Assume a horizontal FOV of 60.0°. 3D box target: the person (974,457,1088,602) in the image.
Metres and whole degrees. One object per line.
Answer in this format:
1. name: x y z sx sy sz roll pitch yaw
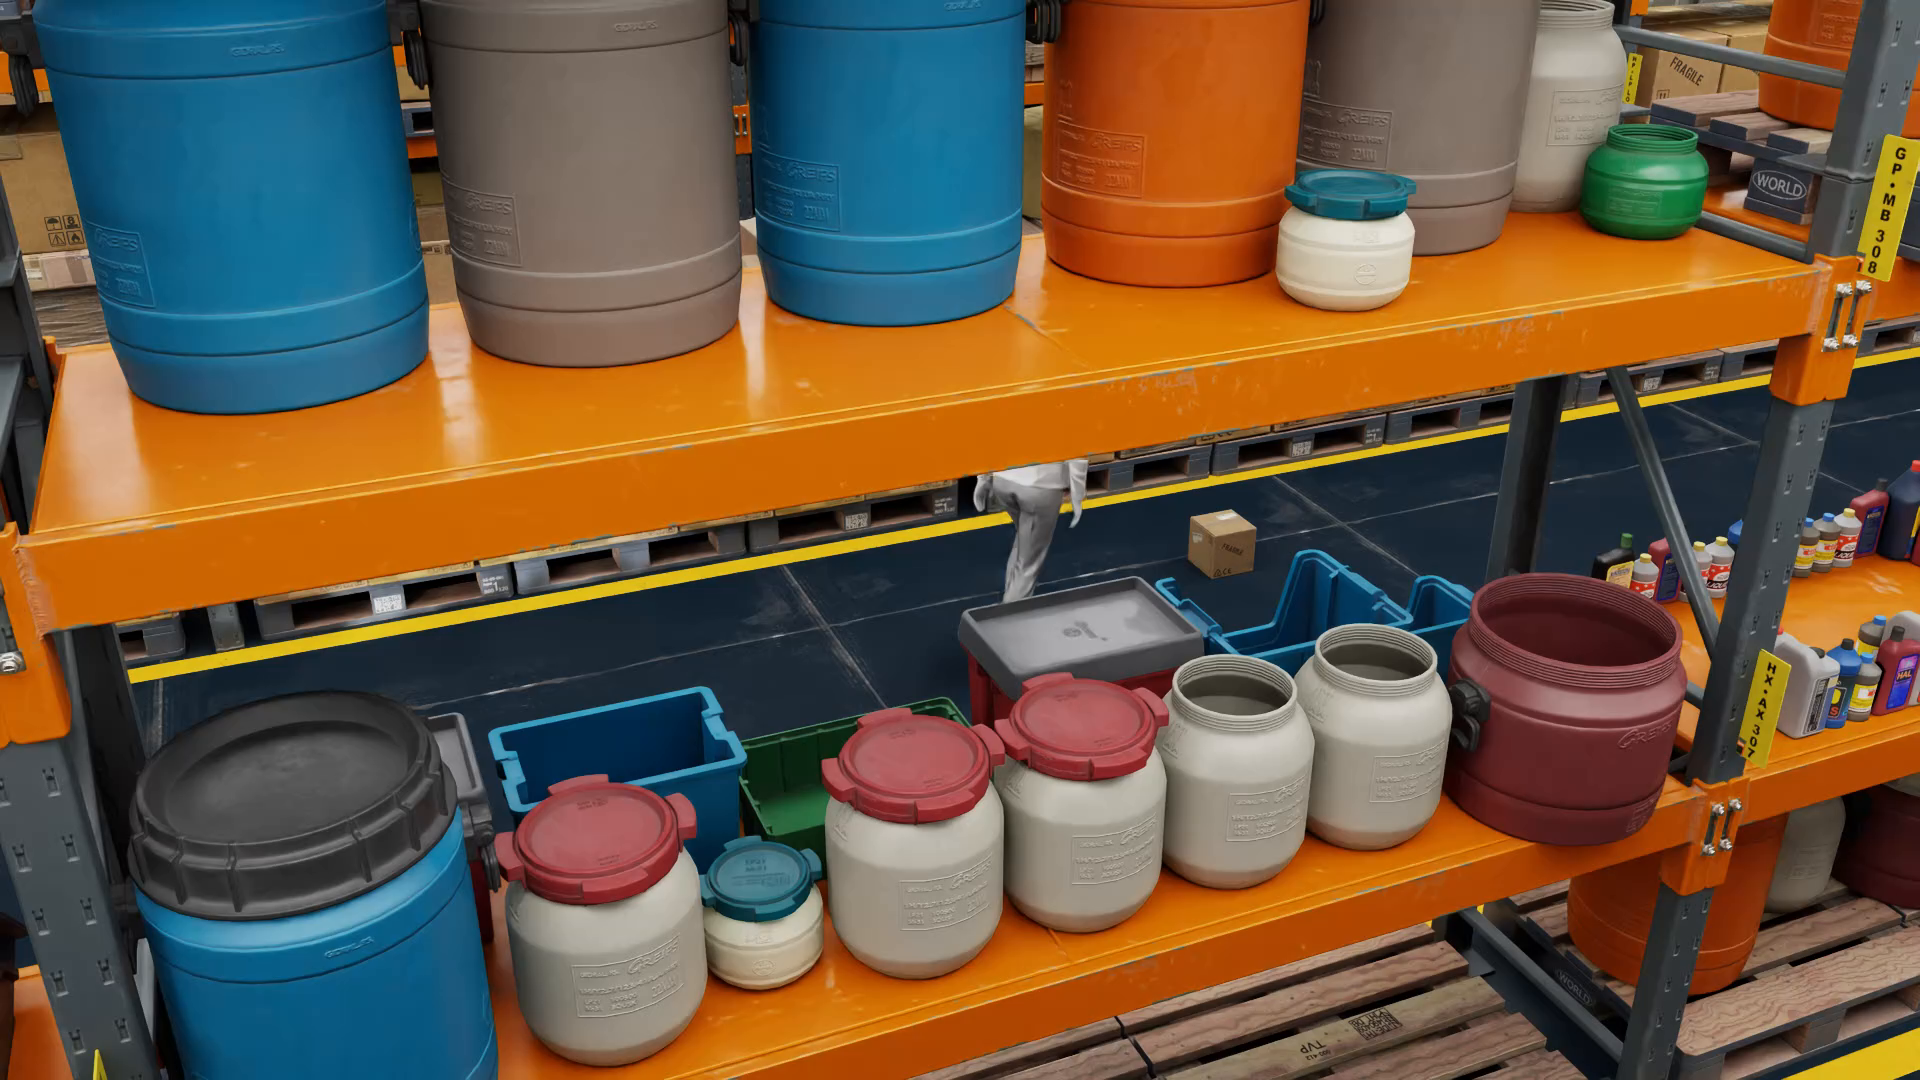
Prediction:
1. person: 0.328 -0.226 7.540 0.512 1.682 0.507 18 32 33
